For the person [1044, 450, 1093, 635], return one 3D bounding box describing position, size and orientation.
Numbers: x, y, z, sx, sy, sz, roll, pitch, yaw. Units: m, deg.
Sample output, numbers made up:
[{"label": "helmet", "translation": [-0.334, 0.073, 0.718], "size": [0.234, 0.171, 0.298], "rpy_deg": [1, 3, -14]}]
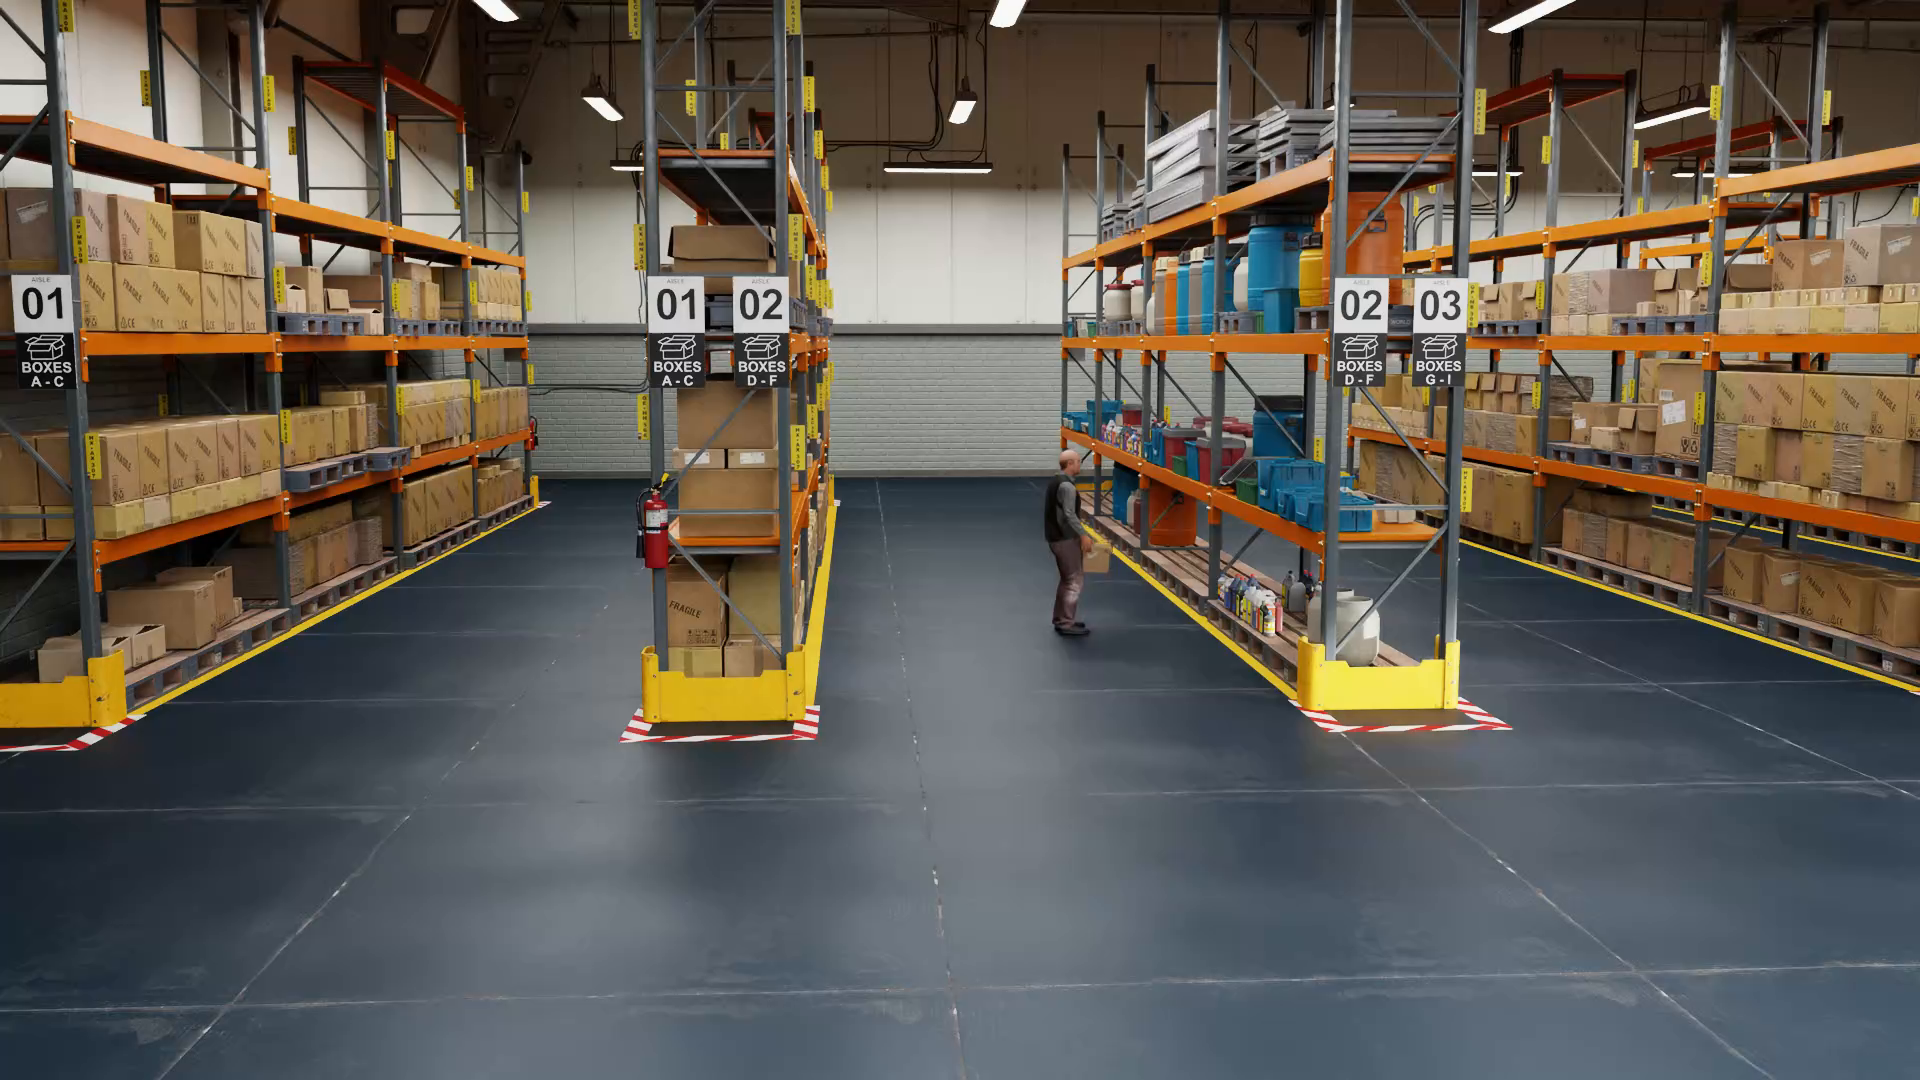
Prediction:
[{"label": "person", "translation": [1.015, 0.013, 15.712], "size": [0.446, 1.727, 0.551], "rpy_deg": [-1, 7, -5]}]
